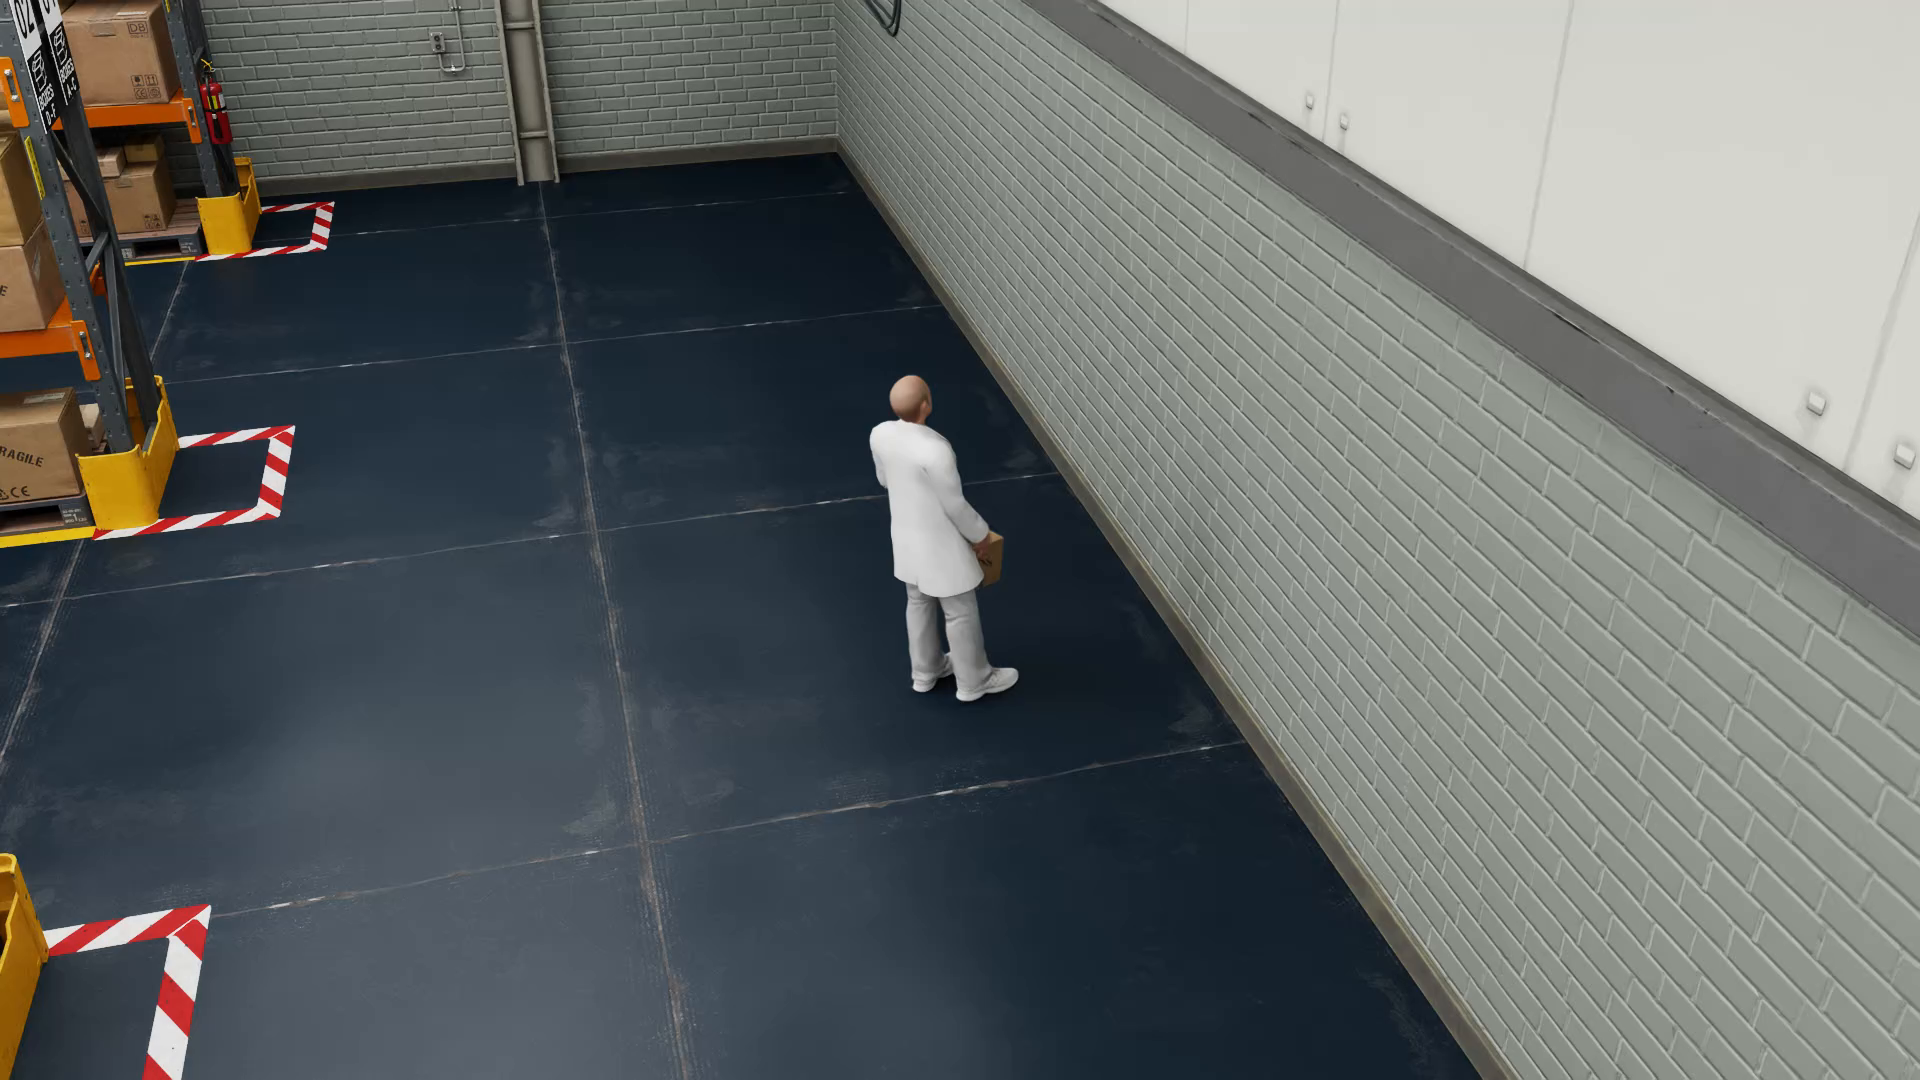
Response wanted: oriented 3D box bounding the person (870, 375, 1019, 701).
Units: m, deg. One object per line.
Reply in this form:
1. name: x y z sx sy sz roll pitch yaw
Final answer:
1. person: -0.087 -0.038 8.311 0.575 1.776 0.612 -26 39 -37
